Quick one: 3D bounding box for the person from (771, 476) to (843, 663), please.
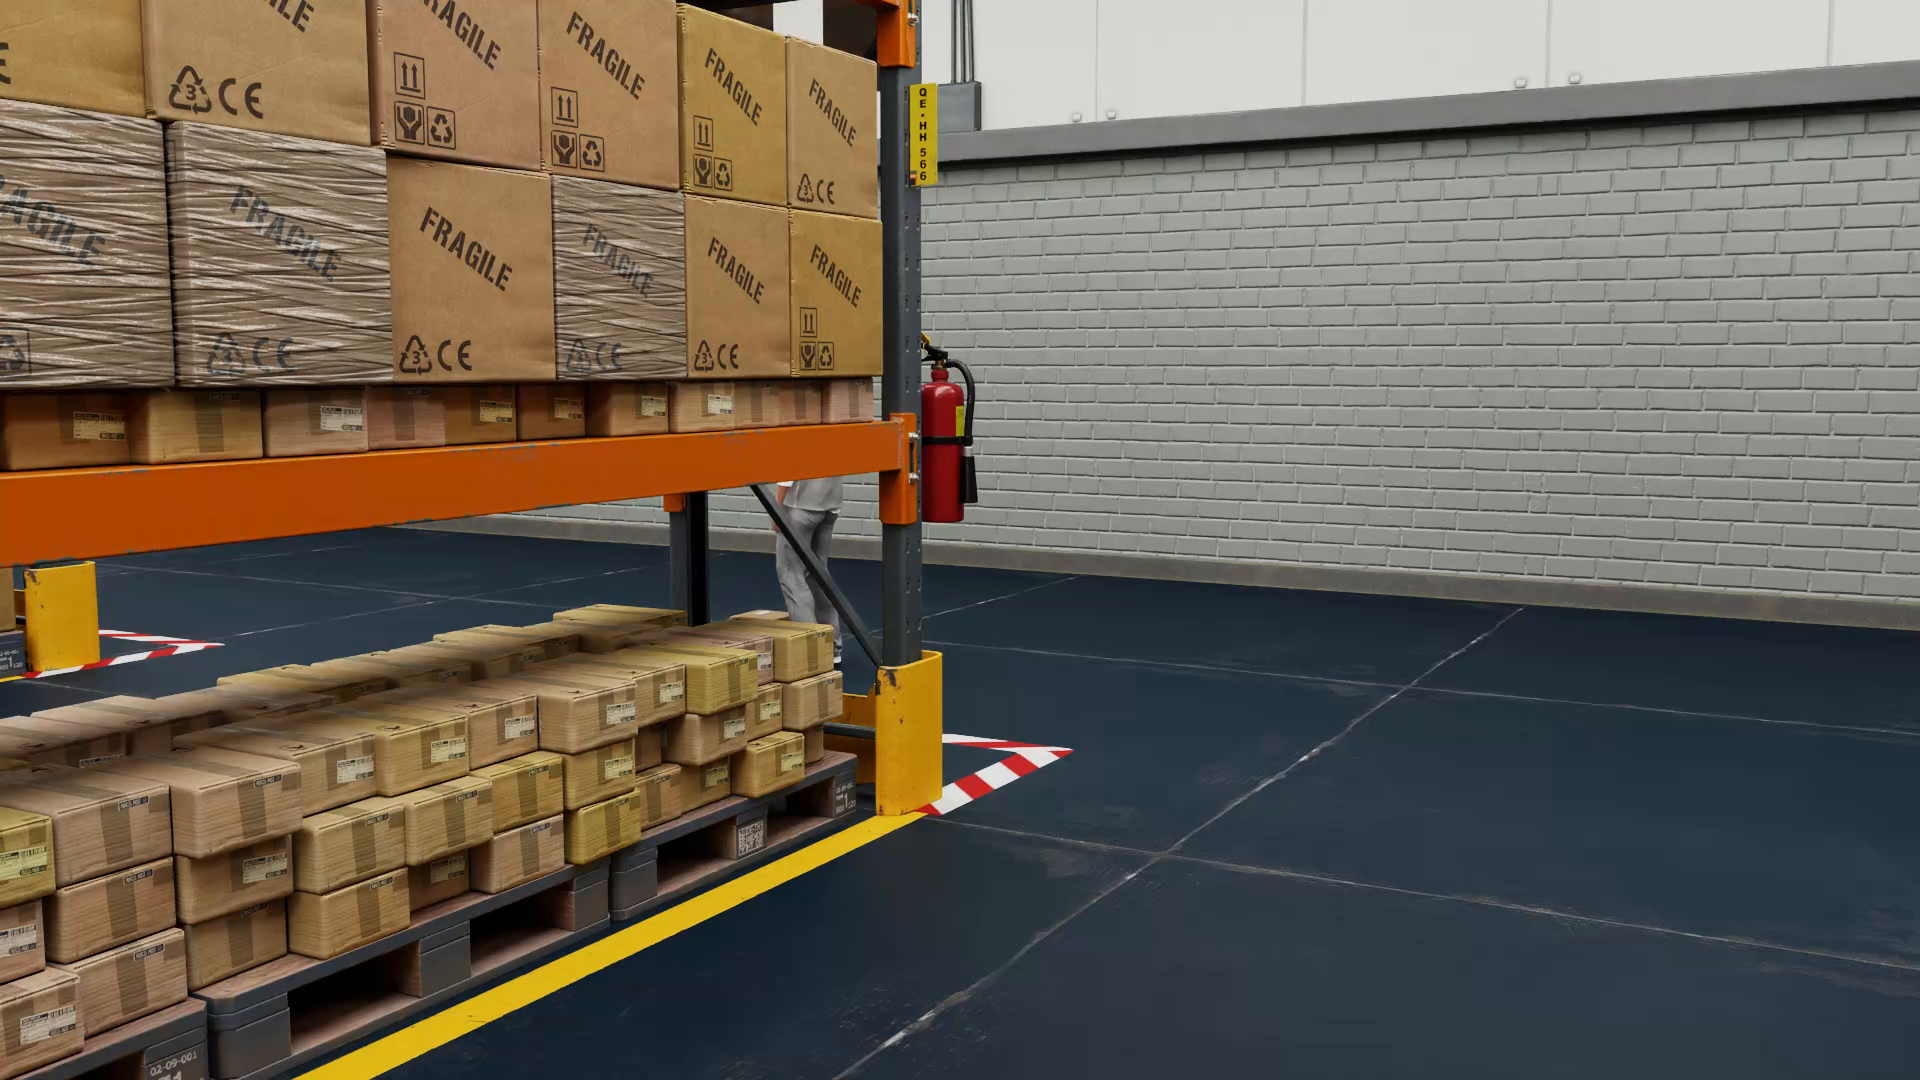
[{"bbox_3d":[-0.749,-0.156,8.063,0.341,1.583,0.485,3,7,25],"label":"person"}]
